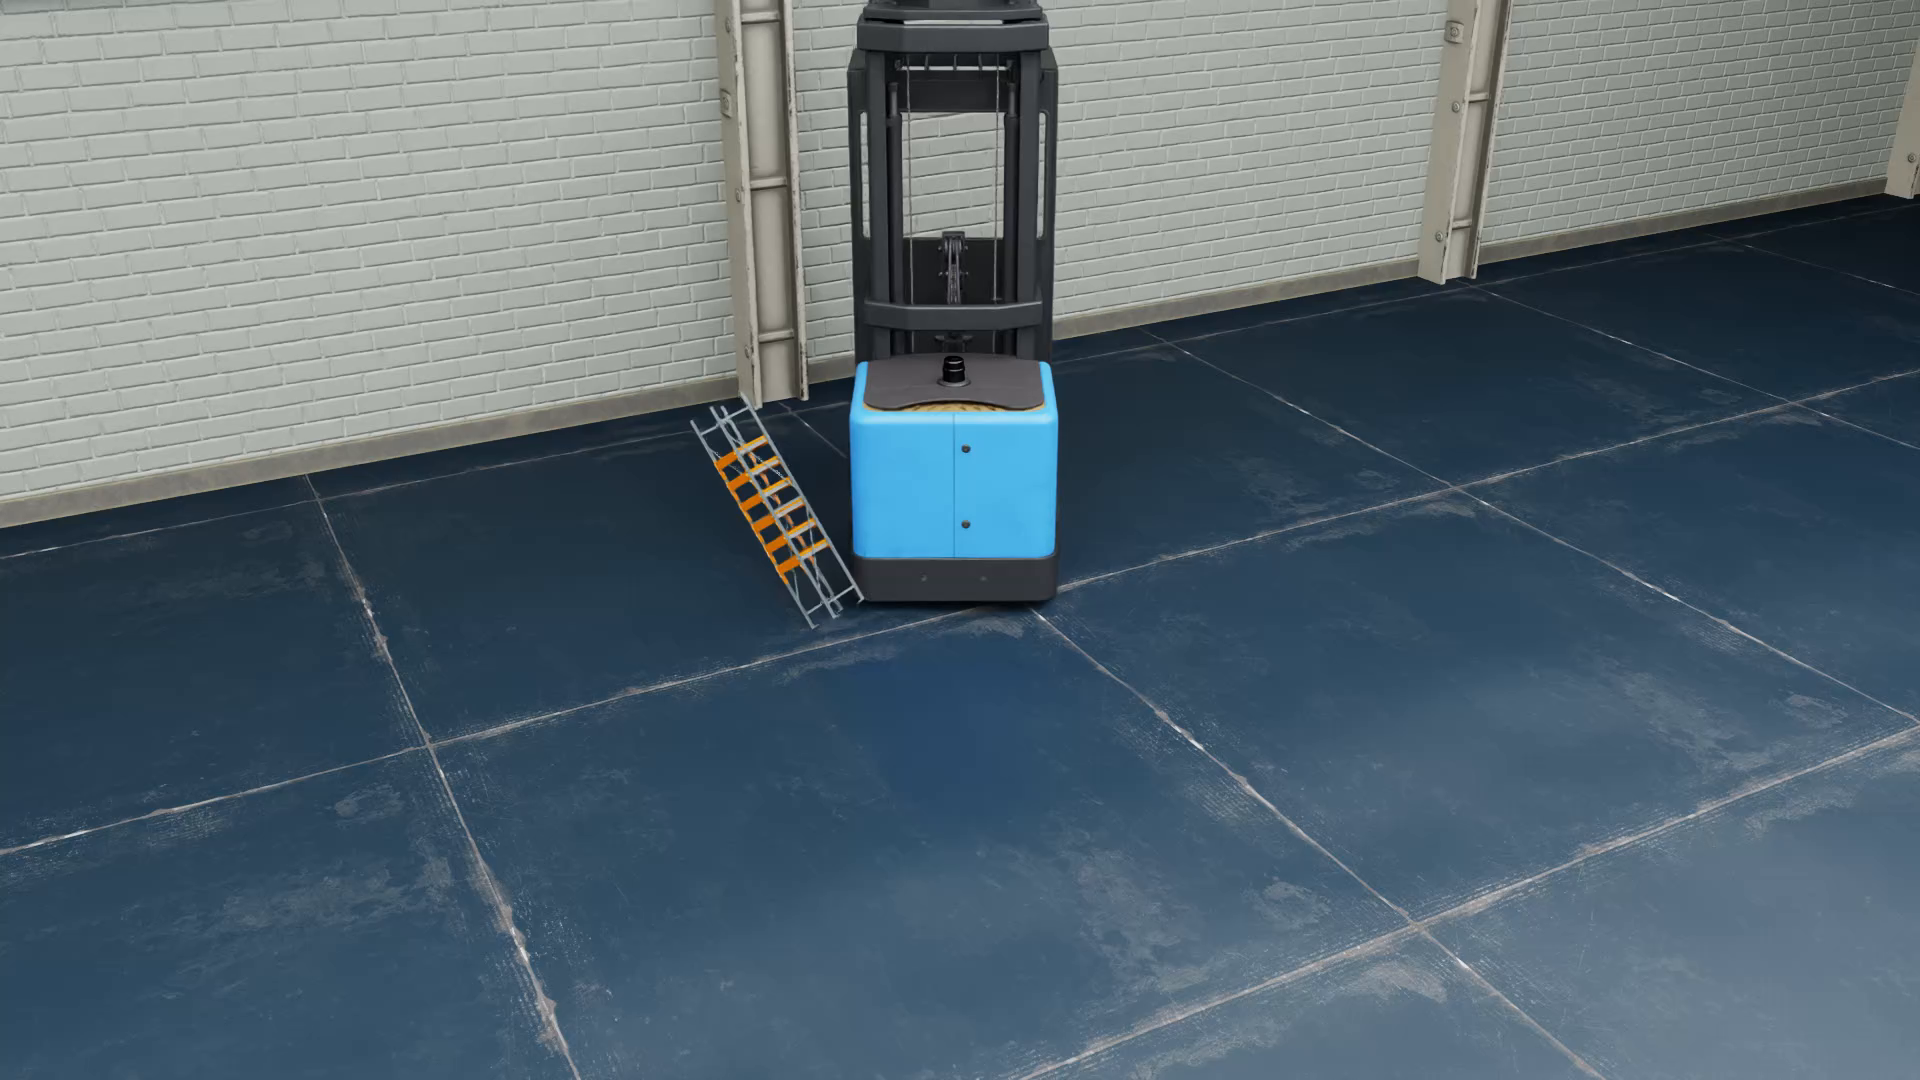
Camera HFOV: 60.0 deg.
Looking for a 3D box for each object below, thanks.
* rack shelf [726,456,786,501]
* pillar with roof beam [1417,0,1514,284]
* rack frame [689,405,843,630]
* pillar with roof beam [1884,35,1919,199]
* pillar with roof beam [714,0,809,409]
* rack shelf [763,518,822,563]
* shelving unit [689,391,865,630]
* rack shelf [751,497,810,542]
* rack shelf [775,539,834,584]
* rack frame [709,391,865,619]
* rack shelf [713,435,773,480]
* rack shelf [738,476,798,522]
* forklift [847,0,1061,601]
[{"bbox_3d":[-1.008,-0.315,8.277,0.180,0.103,0.258,-27,5,45],"label":"rack shelf"},{"bbox_3d":[6.057,-4.602,8.438,0.400,9.000,9.100,-13,29,-25],"label":"pillar with roof beam"},{"bbox_3d":[-0.968,-0.117,8.353,0.006,1.200,0.240,-27,5,45],"label":"rack frame"},{"bbox_3d":[11.352,-5.824,10.983,0.400,9.000,9.100,-13,29,-25],"label":"pillar with roof beam"},{"bbox_3d":[0.763,-3.380,5.892,0.400,9.000,9.100,-13,29,-25],"label":"pillar with roof beam"},{"bbox_3d":[-0.827,-0.004,8.299,0.180,0.103,0.258,-27,5,45],"label":"rack shelf"},{"bbox_3d":[-0.909,-0.146,8.289,0.189,1.200,0.258,-27,5,45],"label":"shelving unit"},{"bbox_3d":[-0.887,-0.108,8.292,0.180,0.103,0.258,-27,5,45],"label":"rack shelf"},{"bbox_3d":[-0.767,0.100,8.306,0.180,0.103,0.258,-27,5,45],"label":"rack shelf"},{"bbox_3d":[-0.851,-0.175,8.225,0.006,1.200,0.240,-27,5,45],"label":"rack frame"},{"bbox_3d":[-1.068,-0.418,8.270,0.180,0.103,0.258,-27,5,45],"label":"rack shelf"},{"bbox_3d":[-0.947,-0.211,8.284,0.180,0.103,0.258,-27,5,45],"label":"rack shelf"},{"bbox_3d":[-0.038,-1.601,9.199,1.130,2.935,3.031,0,26,0],"label":"forklift"}]
